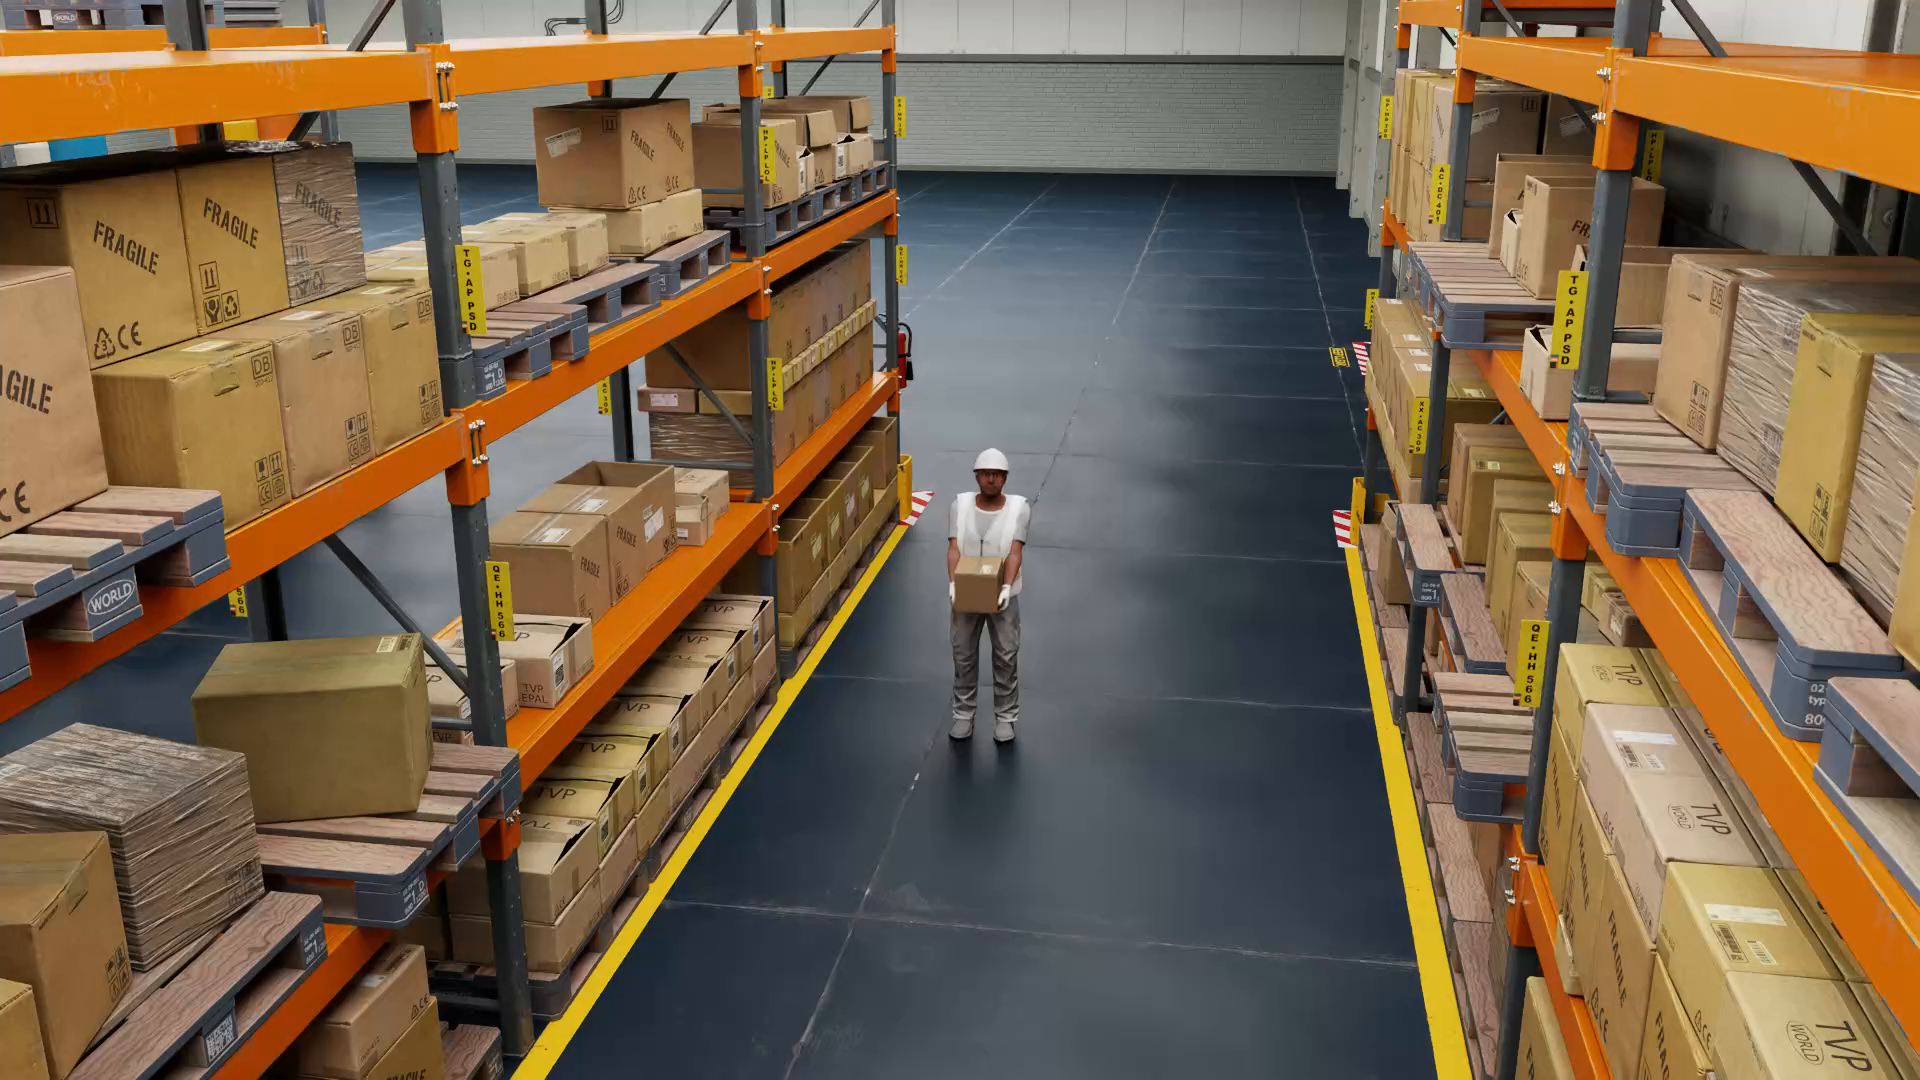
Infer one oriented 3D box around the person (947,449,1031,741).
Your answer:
[{"bbox_3d":[0.153,0.360,9.901,0.487,1.779,0.584,3,18,9],"label":"person"}]
